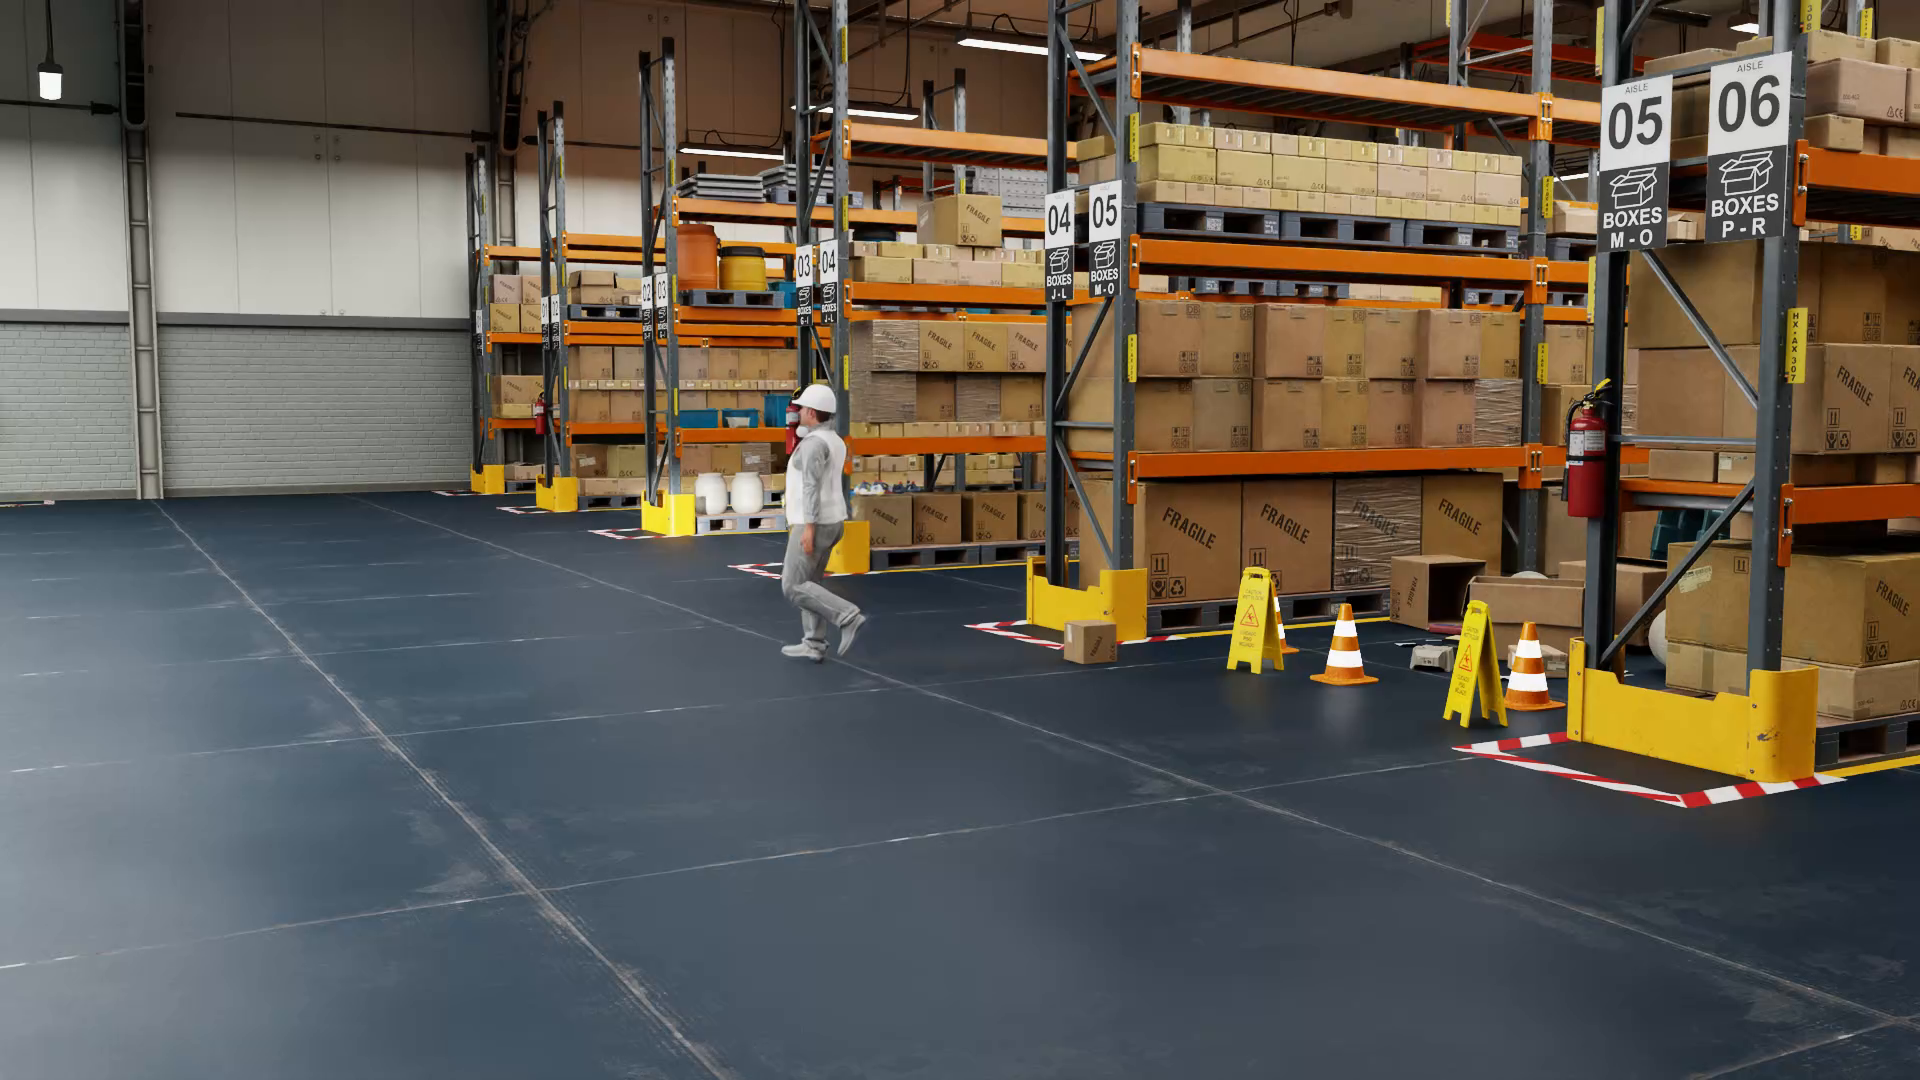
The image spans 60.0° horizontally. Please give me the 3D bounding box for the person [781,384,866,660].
[{"bbox_3d":[-0.870,-0.103,10.564,0.625,1.763,0.553,1,5,13],"label":"person"}]
